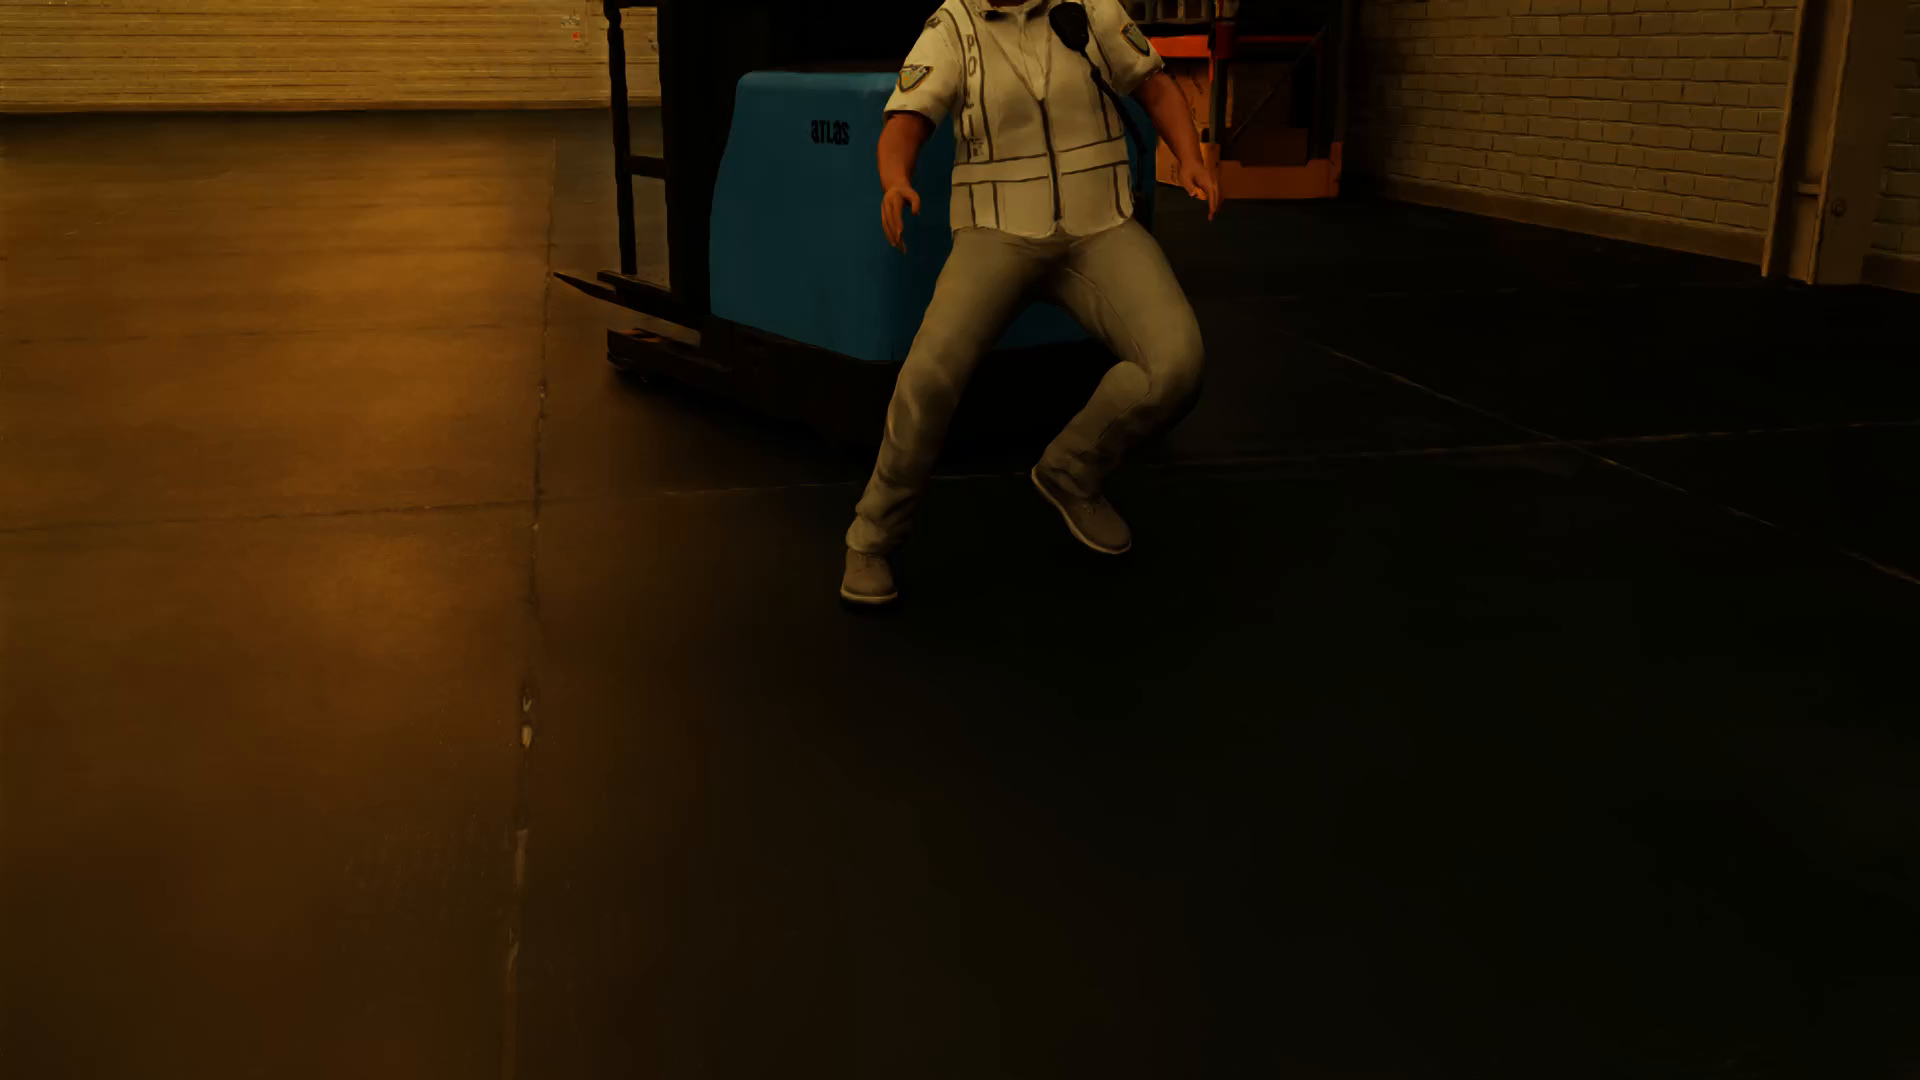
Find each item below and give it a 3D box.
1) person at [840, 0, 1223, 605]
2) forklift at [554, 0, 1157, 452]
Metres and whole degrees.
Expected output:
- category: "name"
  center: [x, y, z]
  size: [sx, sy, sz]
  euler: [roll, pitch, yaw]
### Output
- category: "person"
  center: [0.131, -0.653, 3.551]
  size: [0.816, 1.507, 0.679]
  euler: [-2, 17, -6]
- category: "forklift"
  center: [-0.624, -2.024, 5.683]
  size: [1.130, 2.935, 3.031]
  euler: [-10, 19, -31]
